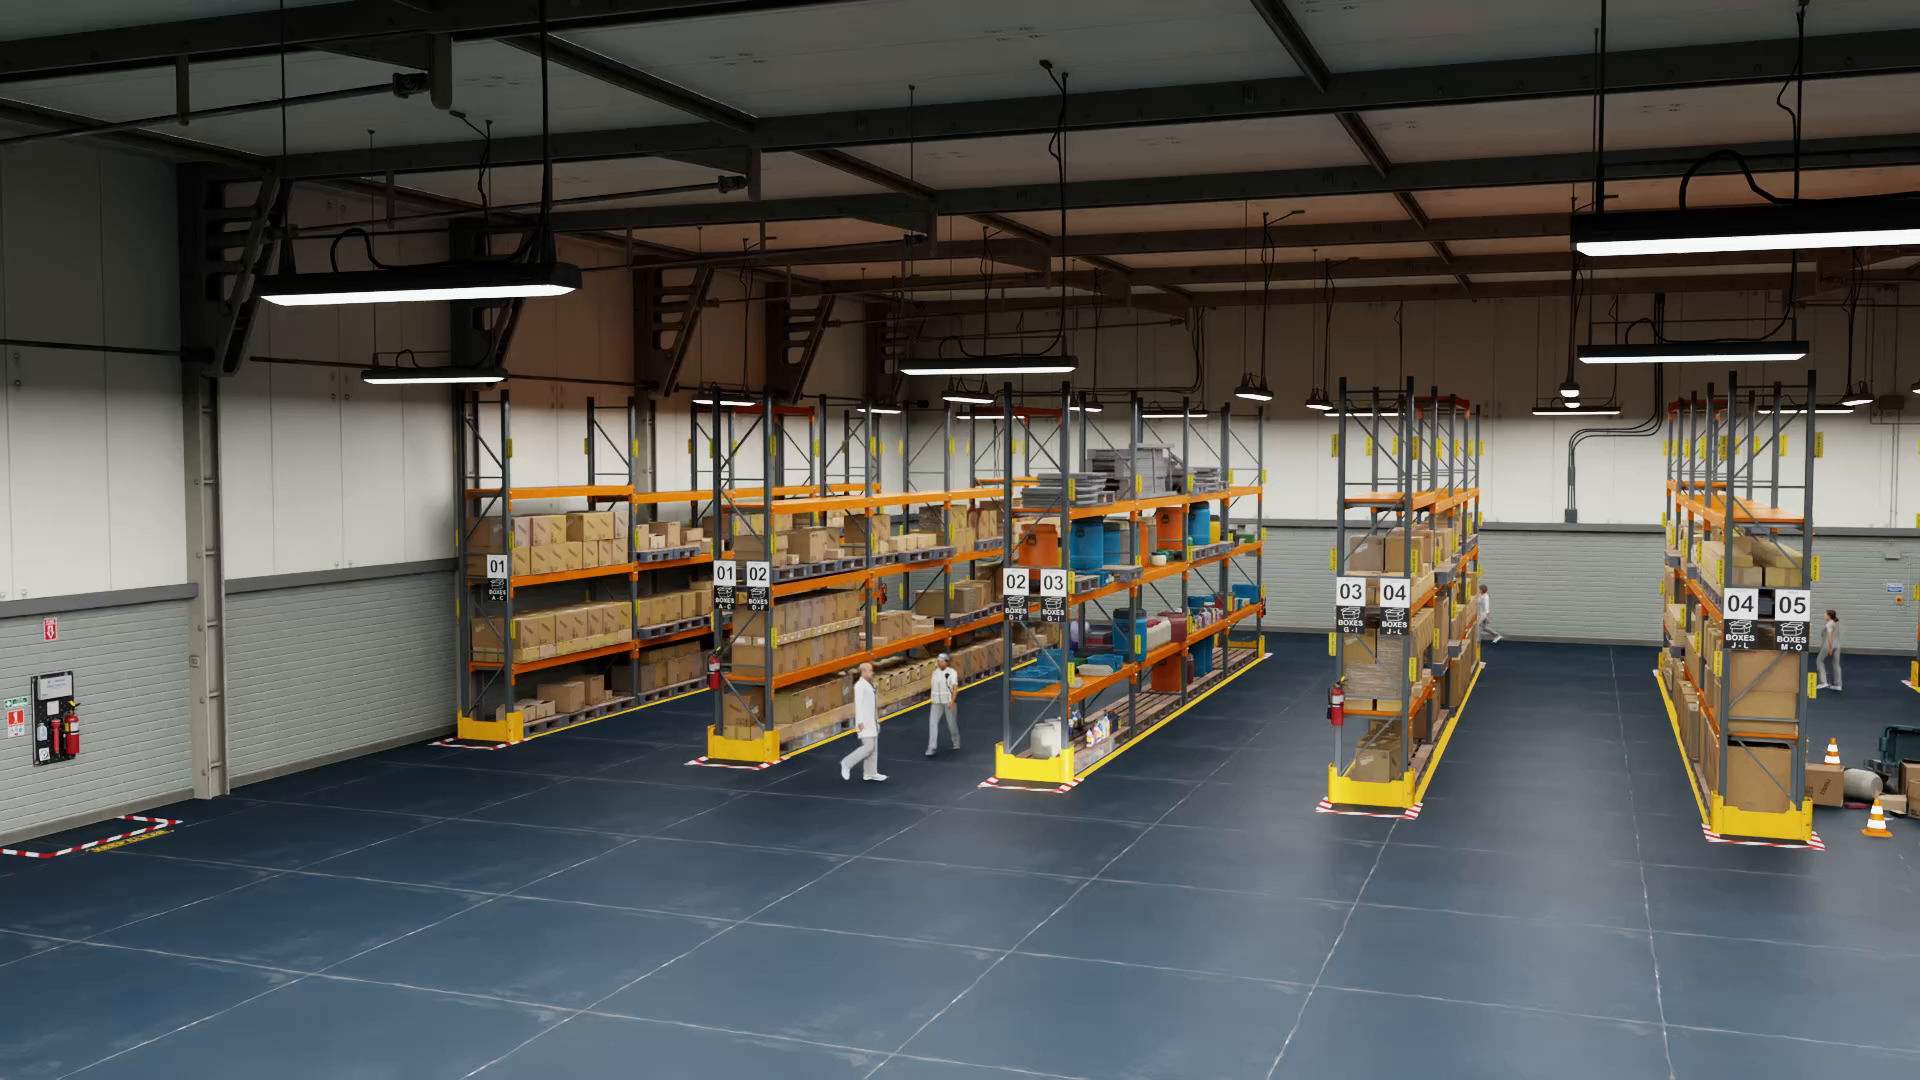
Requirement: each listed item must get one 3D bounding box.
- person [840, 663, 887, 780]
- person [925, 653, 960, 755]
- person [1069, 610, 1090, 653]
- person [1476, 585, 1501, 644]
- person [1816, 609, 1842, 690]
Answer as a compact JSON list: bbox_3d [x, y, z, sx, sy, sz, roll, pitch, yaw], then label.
[{"bbox_3d":[-1.443,2.726,24.961,0.681,1.770,0.605,1,3,14],"label":"person"},{"bbox_3d":[-0.269,2.669,27.279,0.506,1.617,0.939,1,3,22],"label":"person"},{"bbox_3d":[2.472,2.257,34.982,0.520,1.596,0.988,2,4,28],"label":"person"},{"bbox_3d":[13.260,1.895,41.957,0.825,1.561,0.419,0,3,2],"label":"person"},{"bbox_3d":[18.084,2.289,34.460,0.448,1.695,0.575,-1,3,-13],"label":"person"}]
